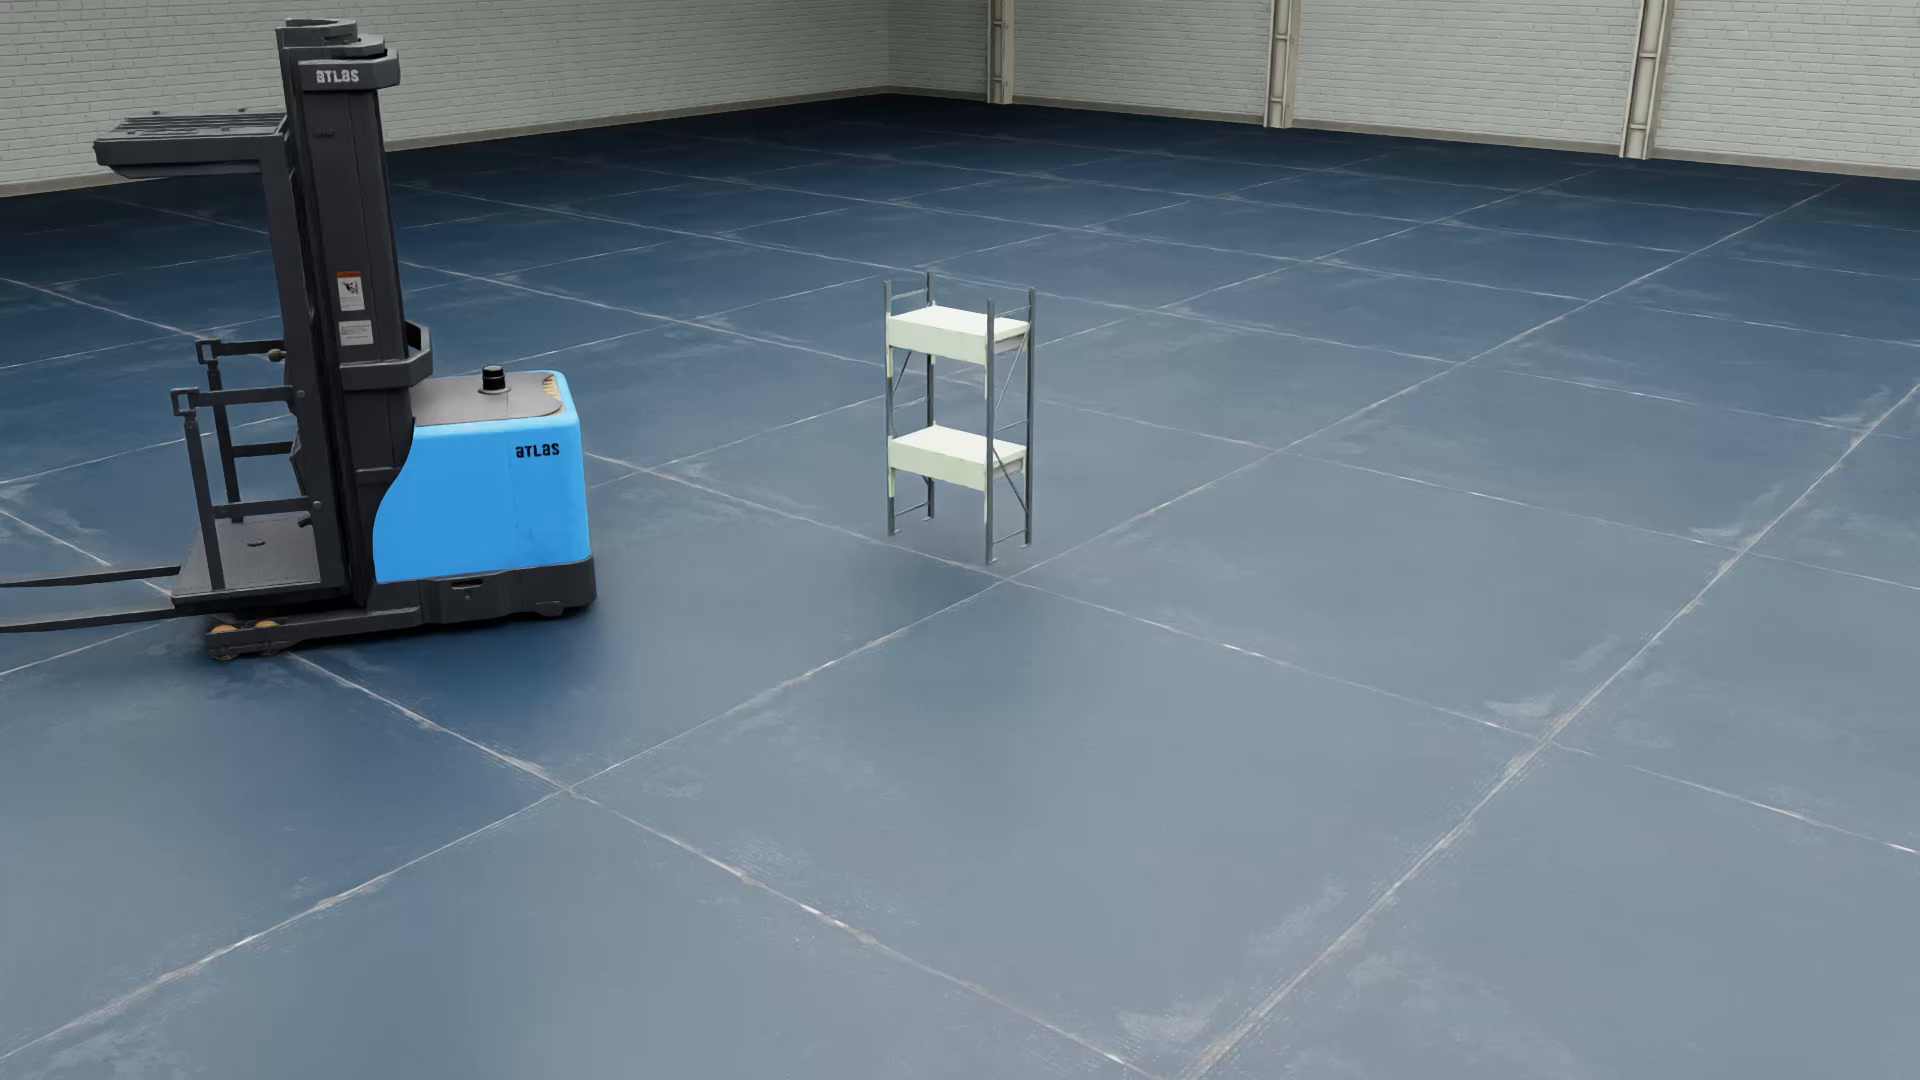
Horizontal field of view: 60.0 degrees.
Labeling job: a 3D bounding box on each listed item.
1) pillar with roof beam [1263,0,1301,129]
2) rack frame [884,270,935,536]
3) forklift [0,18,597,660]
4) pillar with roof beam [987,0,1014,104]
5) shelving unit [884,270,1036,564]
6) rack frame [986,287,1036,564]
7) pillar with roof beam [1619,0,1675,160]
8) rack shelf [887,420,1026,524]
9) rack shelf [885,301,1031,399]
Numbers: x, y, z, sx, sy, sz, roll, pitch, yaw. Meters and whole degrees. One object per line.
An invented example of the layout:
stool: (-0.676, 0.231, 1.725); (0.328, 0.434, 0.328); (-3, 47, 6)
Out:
pillar with roof beam: (2.695, -10.070, 23.618); (0.400, 9.000, 9.100); (16, 26, 36)
rack frame: (-0.289, -0.785, 9.624); (0.023, 1.500, 0.400); (16, 26, 36)
forklift: (-3.469, -0.993, 8.148); (3.031, 2.935, 1.130); (-6, 22, -16)
pillar with roof beam: (-1.953, -11.408, 27.168); (0.400, 9.000, 9.100); (16, 26, 36)
shelving unit: (-0.005, -0.703, 9.407); (0.755, 1.500, 0.431); (16, 26, 36)
rack frame: (0.278, -0.622, 9.191); (0.023, 1.500, 0.400); (16, 26, 36)
pillar with roof beam: (7.344, -8.731, 20.068); (0.400, 9.000, 9.100); (16, 26, 36)
rack shelf: (-0.005, -0.398, 9.523); (0.720, 0.370, 0.431); (16, 26, 36)
rack shelf: (-0.005, -1.068, 9.270); (0.720, 0.370, 0.431); (16, 26, 36)
